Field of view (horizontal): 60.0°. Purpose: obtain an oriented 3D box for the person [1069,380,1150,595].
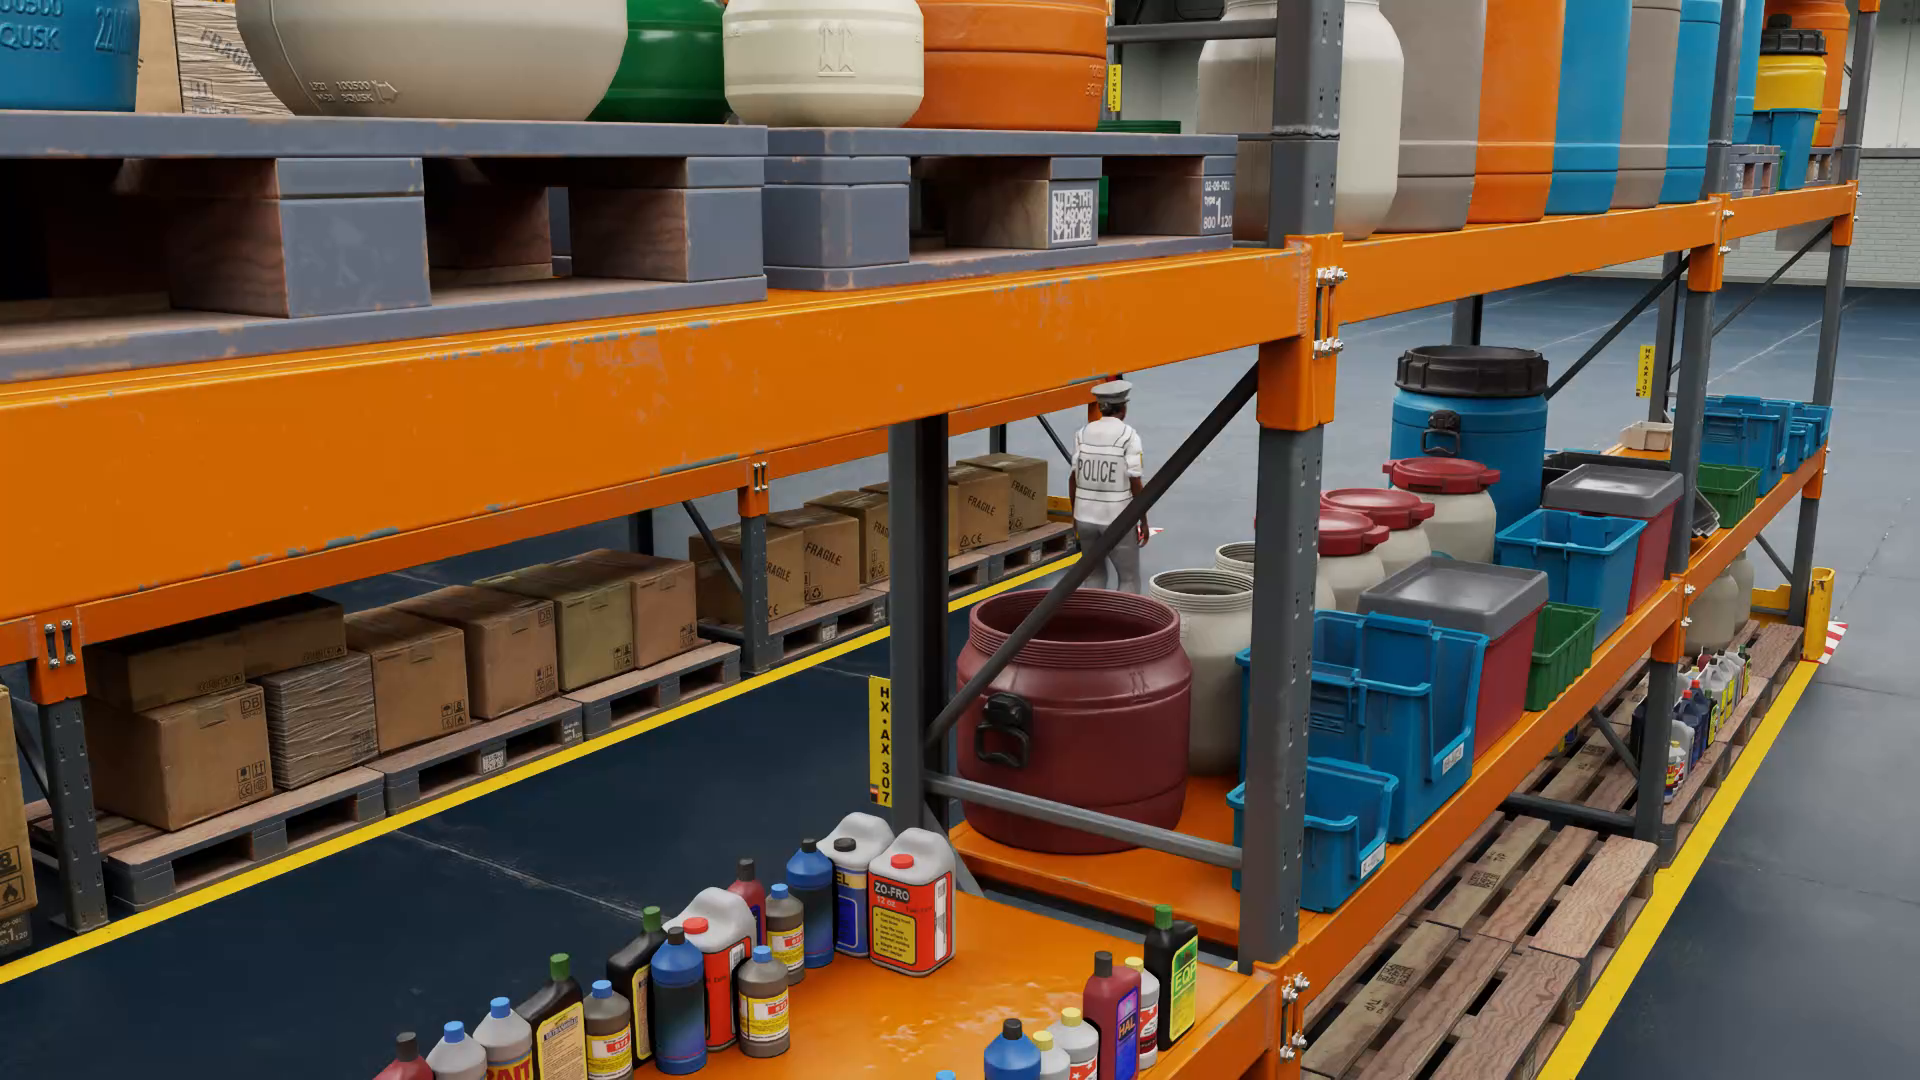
[{"bbox_3d":[0.904,-0.109,9.953,0.523,1.660,0.418,8,15,31],"label":"person"}]
